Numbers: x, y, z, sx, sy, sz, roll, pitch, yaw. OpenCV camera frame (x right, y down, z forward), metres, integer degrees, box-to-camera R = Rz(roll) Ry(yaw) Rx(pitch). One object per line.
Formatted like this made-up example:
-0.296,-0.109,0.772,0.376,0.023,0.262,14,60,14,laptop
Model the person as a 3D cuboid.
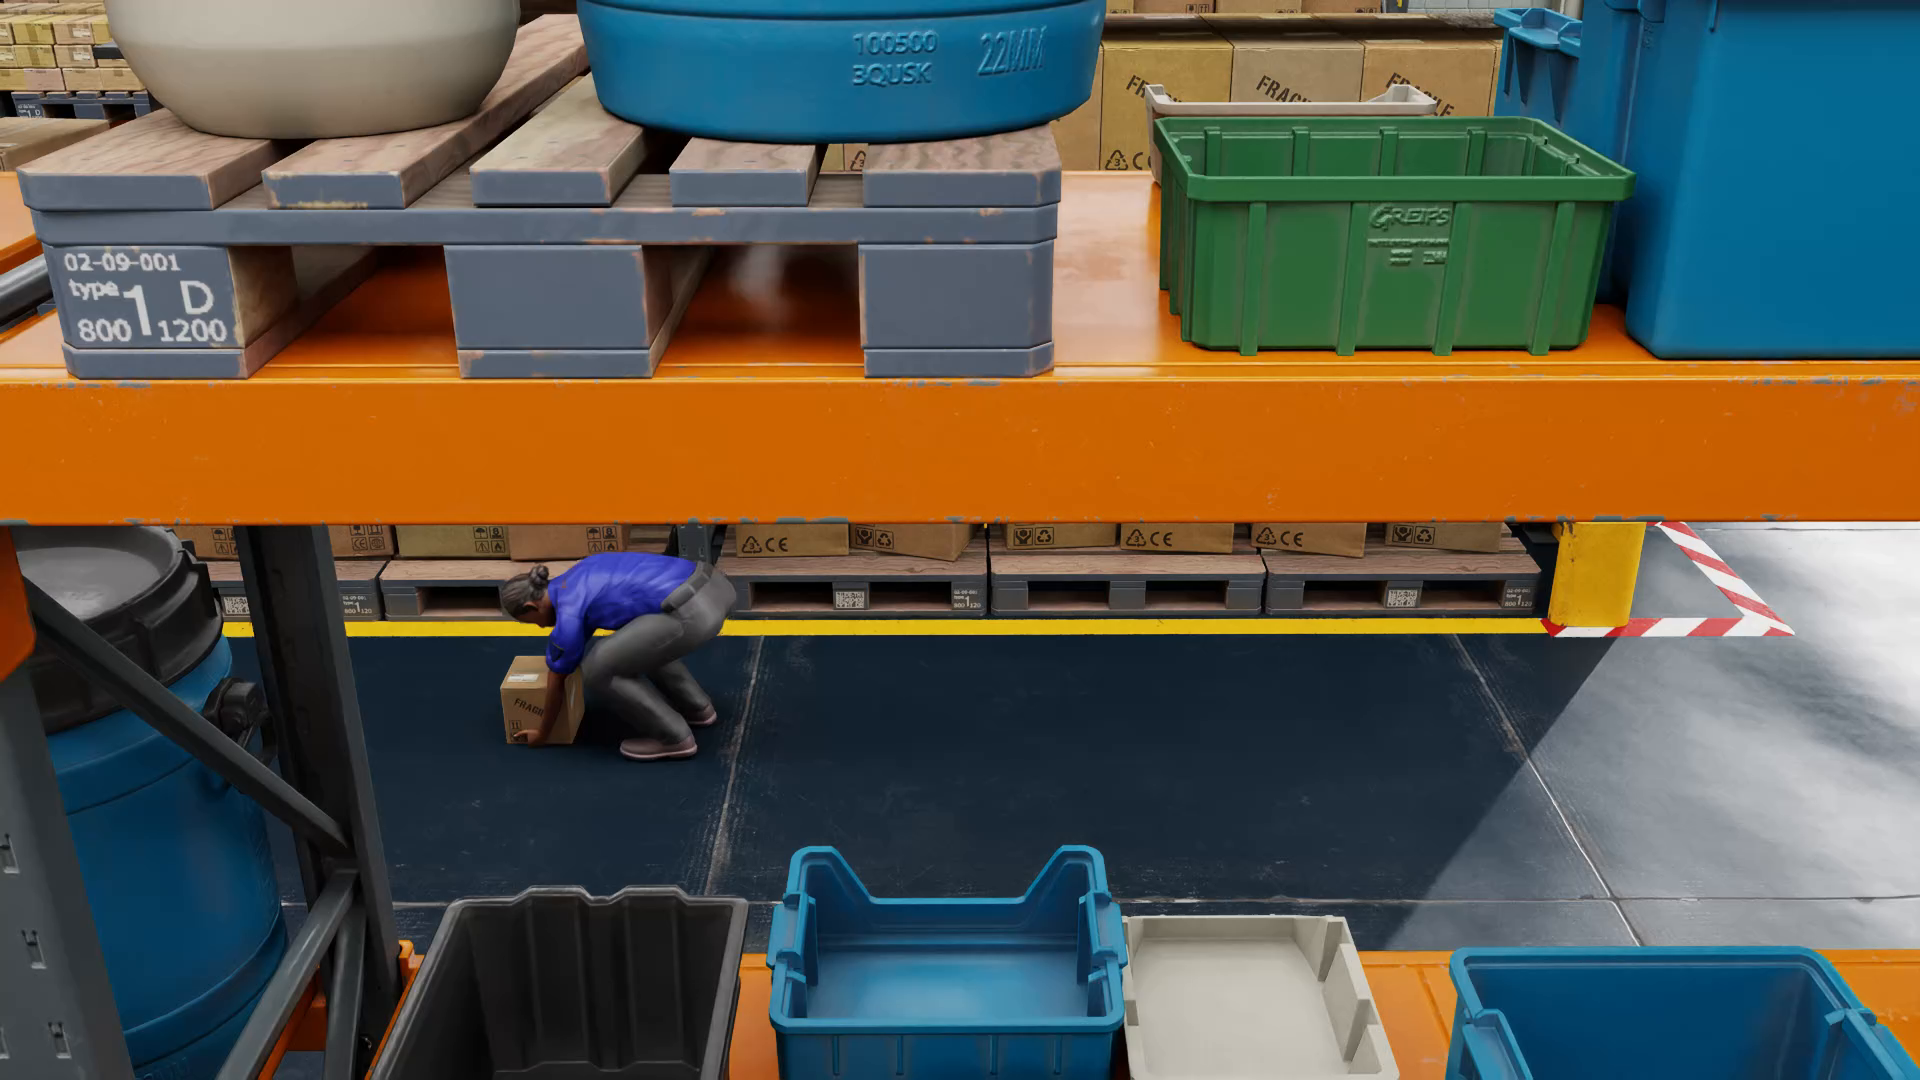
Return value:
-1.286,0.423,6.296,0.883,0.766,0.469,3,24,7,person
